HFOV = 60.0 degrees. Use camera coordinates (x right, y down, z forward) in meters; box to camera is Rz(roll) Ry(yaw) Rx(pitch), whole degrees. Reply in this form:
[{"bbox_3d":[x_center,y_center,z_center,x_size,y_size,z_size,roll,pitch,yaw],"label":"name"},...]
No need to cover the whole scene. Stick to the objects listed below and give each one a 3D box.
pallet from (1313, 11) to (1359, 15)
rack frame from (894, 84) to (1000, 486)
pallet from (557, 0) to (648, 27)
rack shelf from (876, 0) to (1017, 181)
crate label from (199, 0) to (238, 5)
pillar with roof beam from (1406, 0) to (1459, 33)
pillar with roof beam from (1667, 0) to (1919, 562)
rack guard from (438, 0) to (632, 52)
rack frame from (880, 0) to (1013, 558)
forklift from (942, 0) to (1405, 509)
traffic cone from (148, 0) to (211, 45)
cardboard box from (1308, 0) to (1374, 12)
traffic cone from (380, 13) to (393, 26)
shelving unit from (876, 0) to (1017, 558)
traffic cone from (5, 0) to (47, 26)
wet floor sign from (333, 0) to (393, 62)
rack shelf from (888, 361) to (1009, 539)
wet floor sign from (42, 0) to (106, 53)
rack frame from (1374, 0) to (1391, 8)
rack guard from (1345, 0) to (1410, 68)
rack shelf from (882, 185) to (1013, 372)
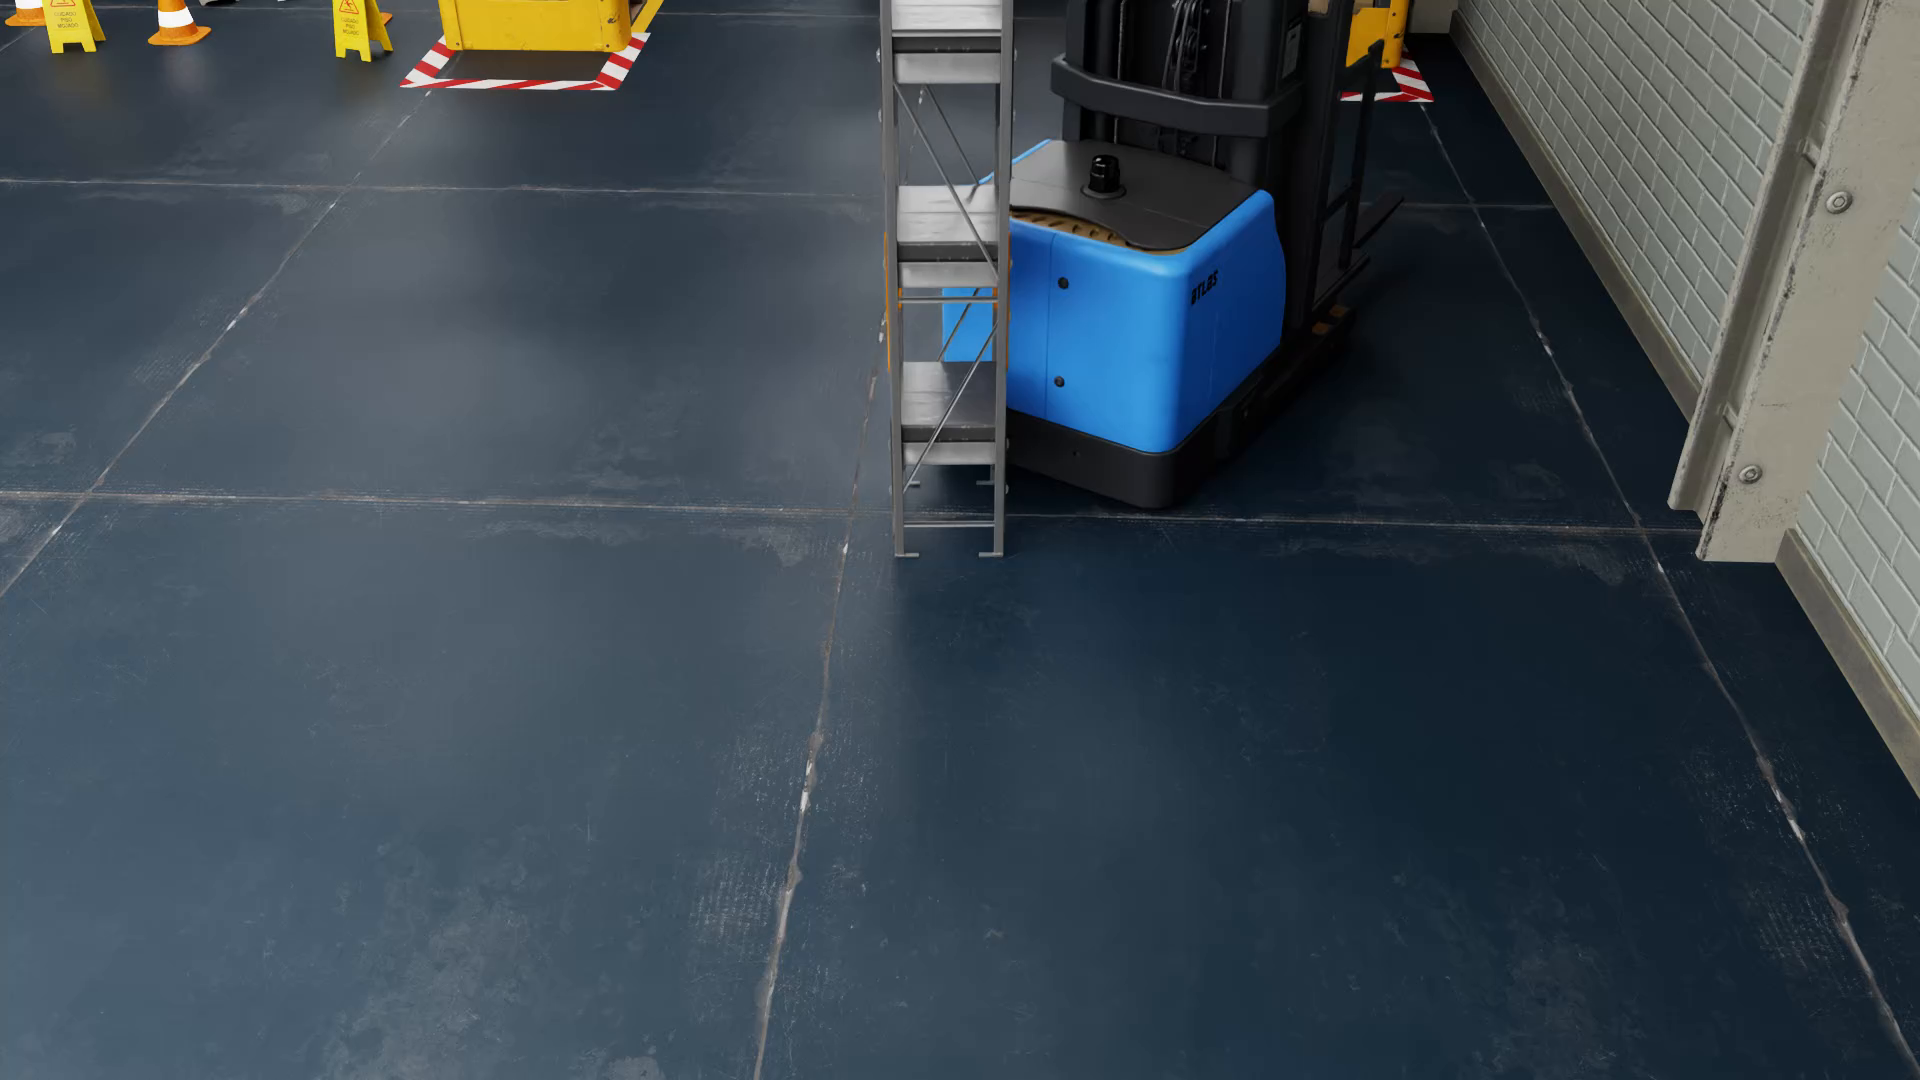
[{"bbox_3d":[2.196,-3.629,11.230,1.003,0.211,1.213,1,35,2],"label":"pallet"},{"bbox_3d":[-0.046,-1.079,5.959,0.400,2.100,0.015,0,35,-1],"label":"rack frame"},{"bbox_3d":[-2.682,-3.811,11.489,1.003,0.211,1.213,1,35,2],"label":"pallet"},{"bbox_3d":[-0.043,-1.500,5.365,0.431,0.518,0.480,0,35,-1],"label":"rack shelf"},{"bbox_3d":[-5.178,-3.831,11.582,0.250,0.136,0.298,-17,38,-22],"label":"crate label"},{"bbox_3d":[-1.166,-7.263,8.758,9.100,9.000,0.400,1,35,2],"label":"pillar with roof beam"},{"bbox_3d":[-1.407,-3.816,3.853,9.100,9.000,0.400,1,35,2],"label":"pillar with roof beam"},{"bbox_3d":[-2.750,-3.463,10.743,1.175,0.500,0.348,1,35,2],"label":"rack guard"},{"bbox_3d":[-0.040,-0.798,5.560,0.400,2.100,0.015,0,35,-1],"label":"rack frame"},{"bbox_3d":[1.135,-2.131,6.733,1.130,2.935,3.031,20,40,26],"label":"forklift"},{"bbox_3d":[-5.147,-3.512,10.844,0.336,0.463,0.334,1,35,2],"label":"traffic cone"},{"bbox_3d":[2.422,-3.654,10.867,0.500,0.250,0.500,1,35,2],"label":"cardboard box"},{"bbox_3d":[-4.025,-3.681,11.086,0.336,0.463,0.334,1,35,2],"label":"traffic cone"},{"bbox_3d":[-0.043,-0.939,5.759,0.431,2.100,0.503,0,35,-1],"label":"shelving unit"},{"bbox_3d":[-6.263,-3.733,11.159,0.336,0.463,0.334,1,35,2],"label":"traffic cone"},{"bbox_3d":[-3.830,-3.395,10.519,0.267,0.644,0.232,13,37,18],"label":"wet floor sign"},{"bbox_3d":[-0.043,-0.355,6.170,0.431,0.518,0.480,0,35,-1],"label":"rack shelf"},{"bbox_3d":[-5.726,-3.473,10.630,0.267,0.644,0.232,-4,35,-6],"label":"wet floor sign"},{"bbox_3d":[2.207,-4.330,9.802,1.000,3.000,0.127,1,35,2],"label":"rack frame"},{"bbox_3d":[2.206,-3.293,10.501,1.175,0.500,0.348,1,35,2],"label":"rack guard"},{"bbox_3d":[-0.043,-0.927,5.767,0.431,0.518,0.480,0,35,-1],"label":"rack shelf"}]
